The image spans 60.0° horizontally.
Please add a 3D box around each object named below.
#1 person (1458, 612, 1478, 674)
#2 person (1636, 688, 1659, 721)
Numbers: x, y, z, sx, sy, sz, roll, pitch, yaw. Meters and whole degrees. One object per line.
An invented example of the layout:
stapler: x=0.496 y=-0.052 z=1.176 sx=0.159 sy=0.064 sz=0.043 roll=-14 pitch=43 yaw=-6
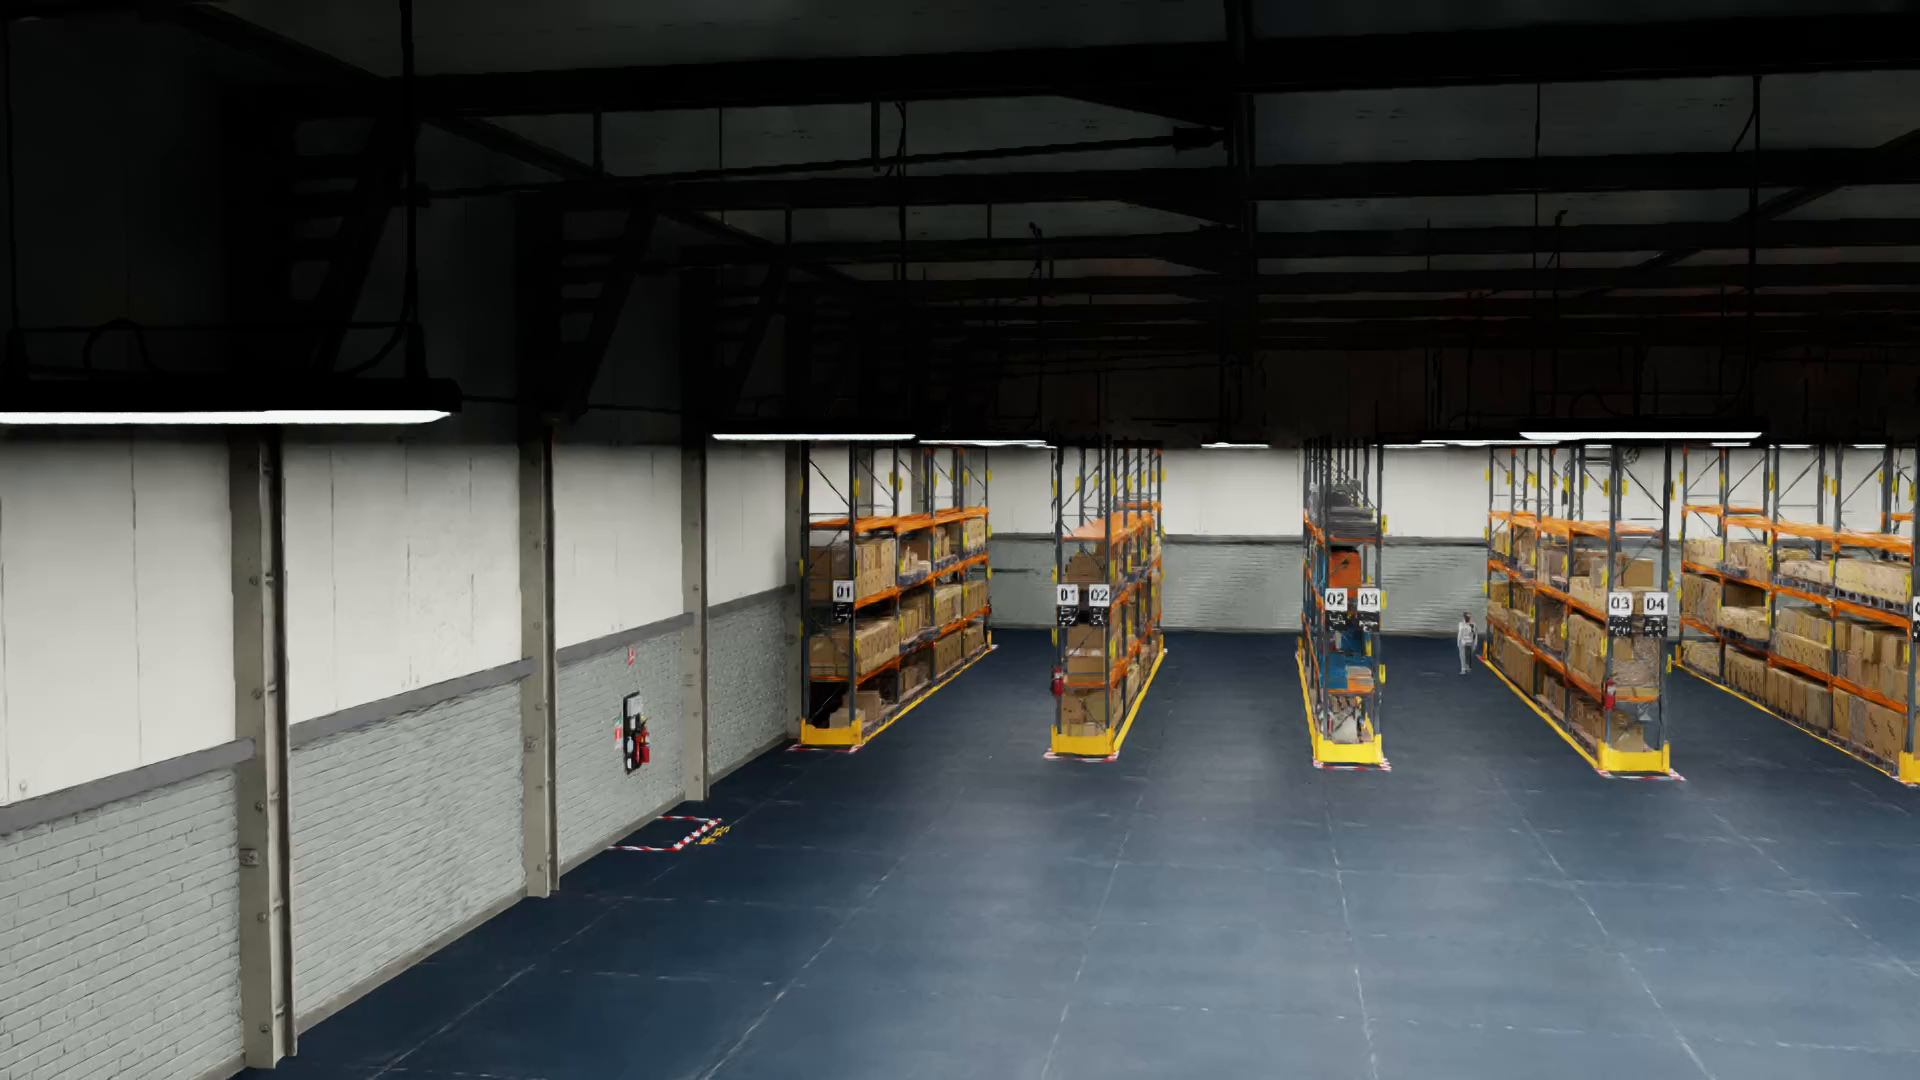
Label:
person: x=12.955 y=2.608 z=42.438 sx=0.474 sy=1.586 sz=1.078 roll=1 pitch=3 yaw=13
person: x=14.446 y=2.932 z=35.079 sx=0.446 sy=1.780 sz=0.605 roll=-1 pitch=3 yaw=-17
